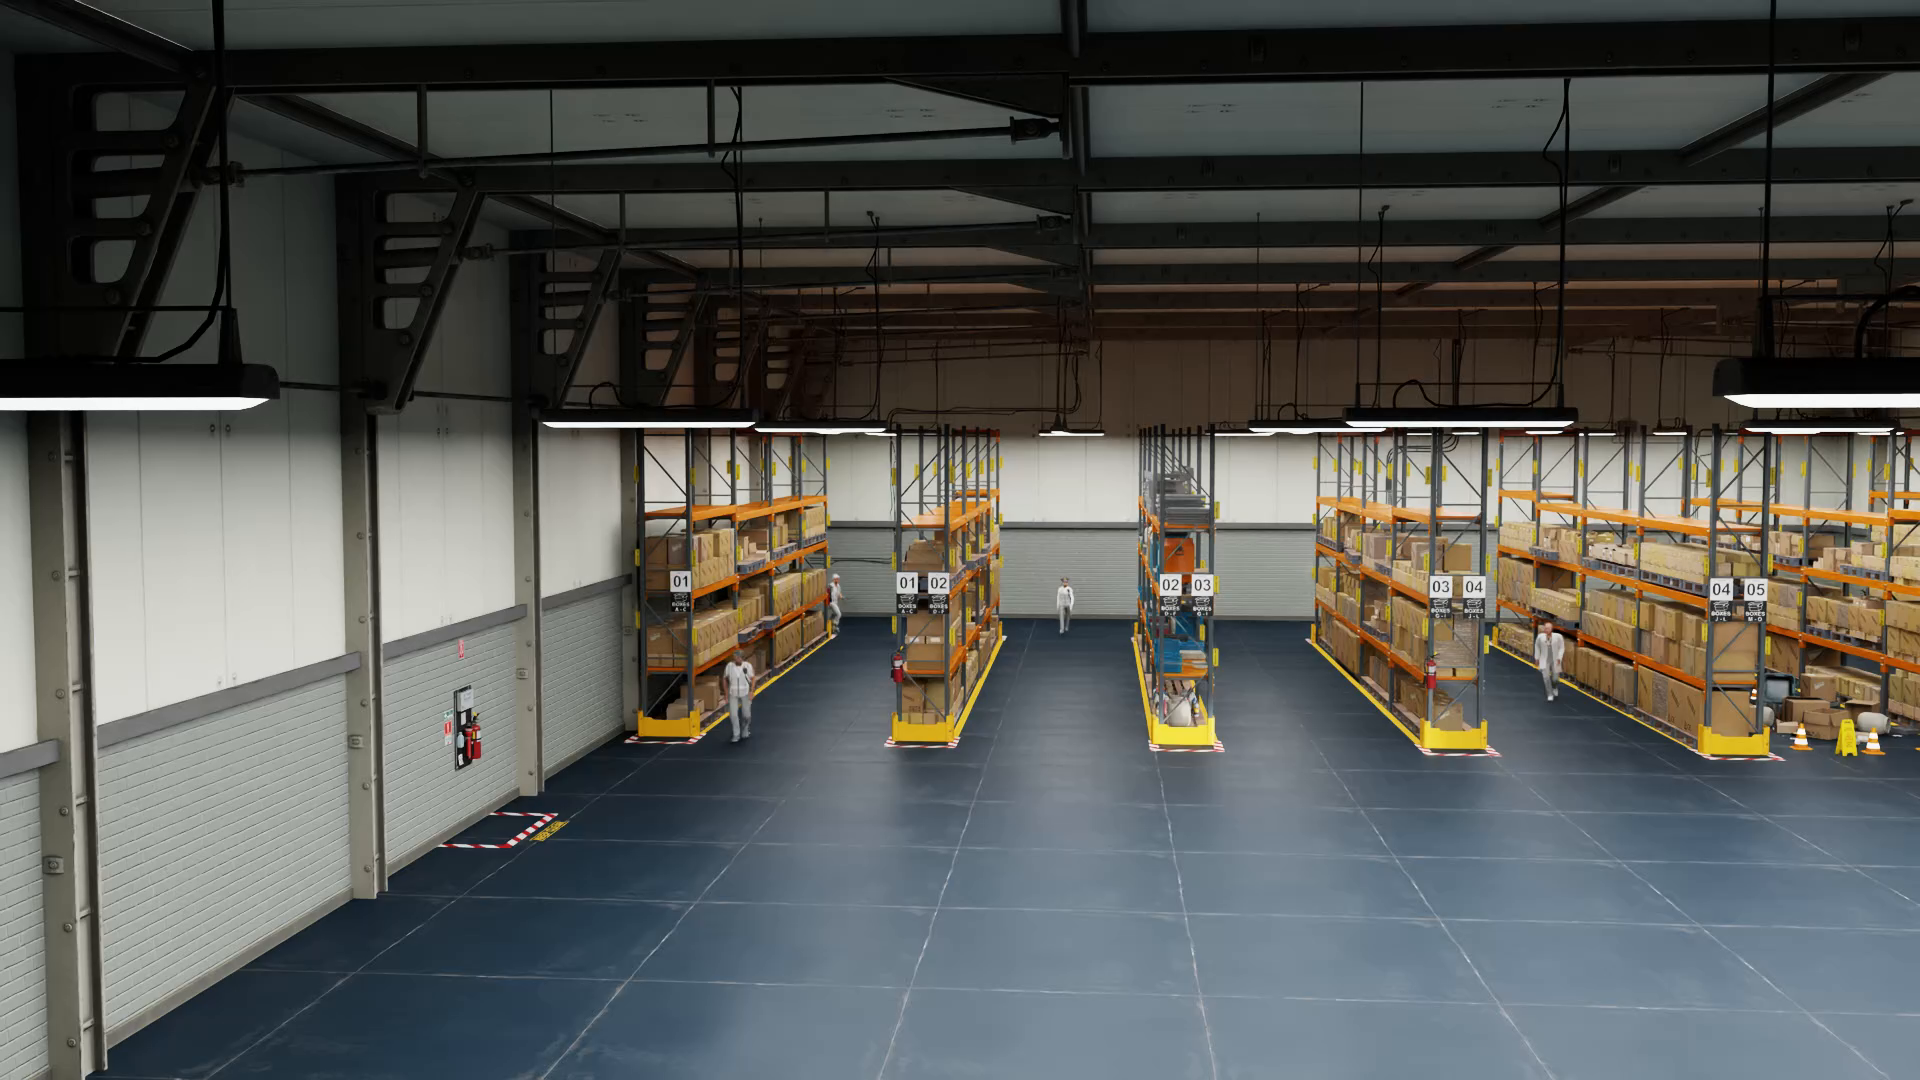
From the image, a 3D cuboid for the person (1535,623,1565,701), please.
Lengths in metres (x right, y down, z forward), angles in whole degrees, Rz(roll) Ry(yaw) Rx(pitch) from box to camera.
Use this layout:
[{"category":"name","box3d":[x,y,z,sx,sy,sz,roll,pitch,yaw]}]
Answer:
[{"category":"person","box3d":[12.980,2.655,36.617,0.620,1.695,0.835,1,4,20]}]

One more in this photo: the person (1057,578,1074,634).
[{"category":"person","box3d":[3.101,1.909,48.838,0.504,1.613,1.038,0,3,0]}]

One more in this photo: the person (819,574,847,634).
[{"category":"person","box3d":[-3.776,1.893,48.990,0.909,1.794,0.583,1,4,9]}]

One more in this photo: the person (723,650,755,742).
[{"category":"person","box3d":[-4.203,2.930,31.650,0.607,1.755,0.587,0,3,-5]}]

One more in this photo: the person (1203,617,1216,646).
[{"category":"person","box3d":[6.777,2.122,45.941,0.615,1.690,0.492,-1,4,-11]}]
